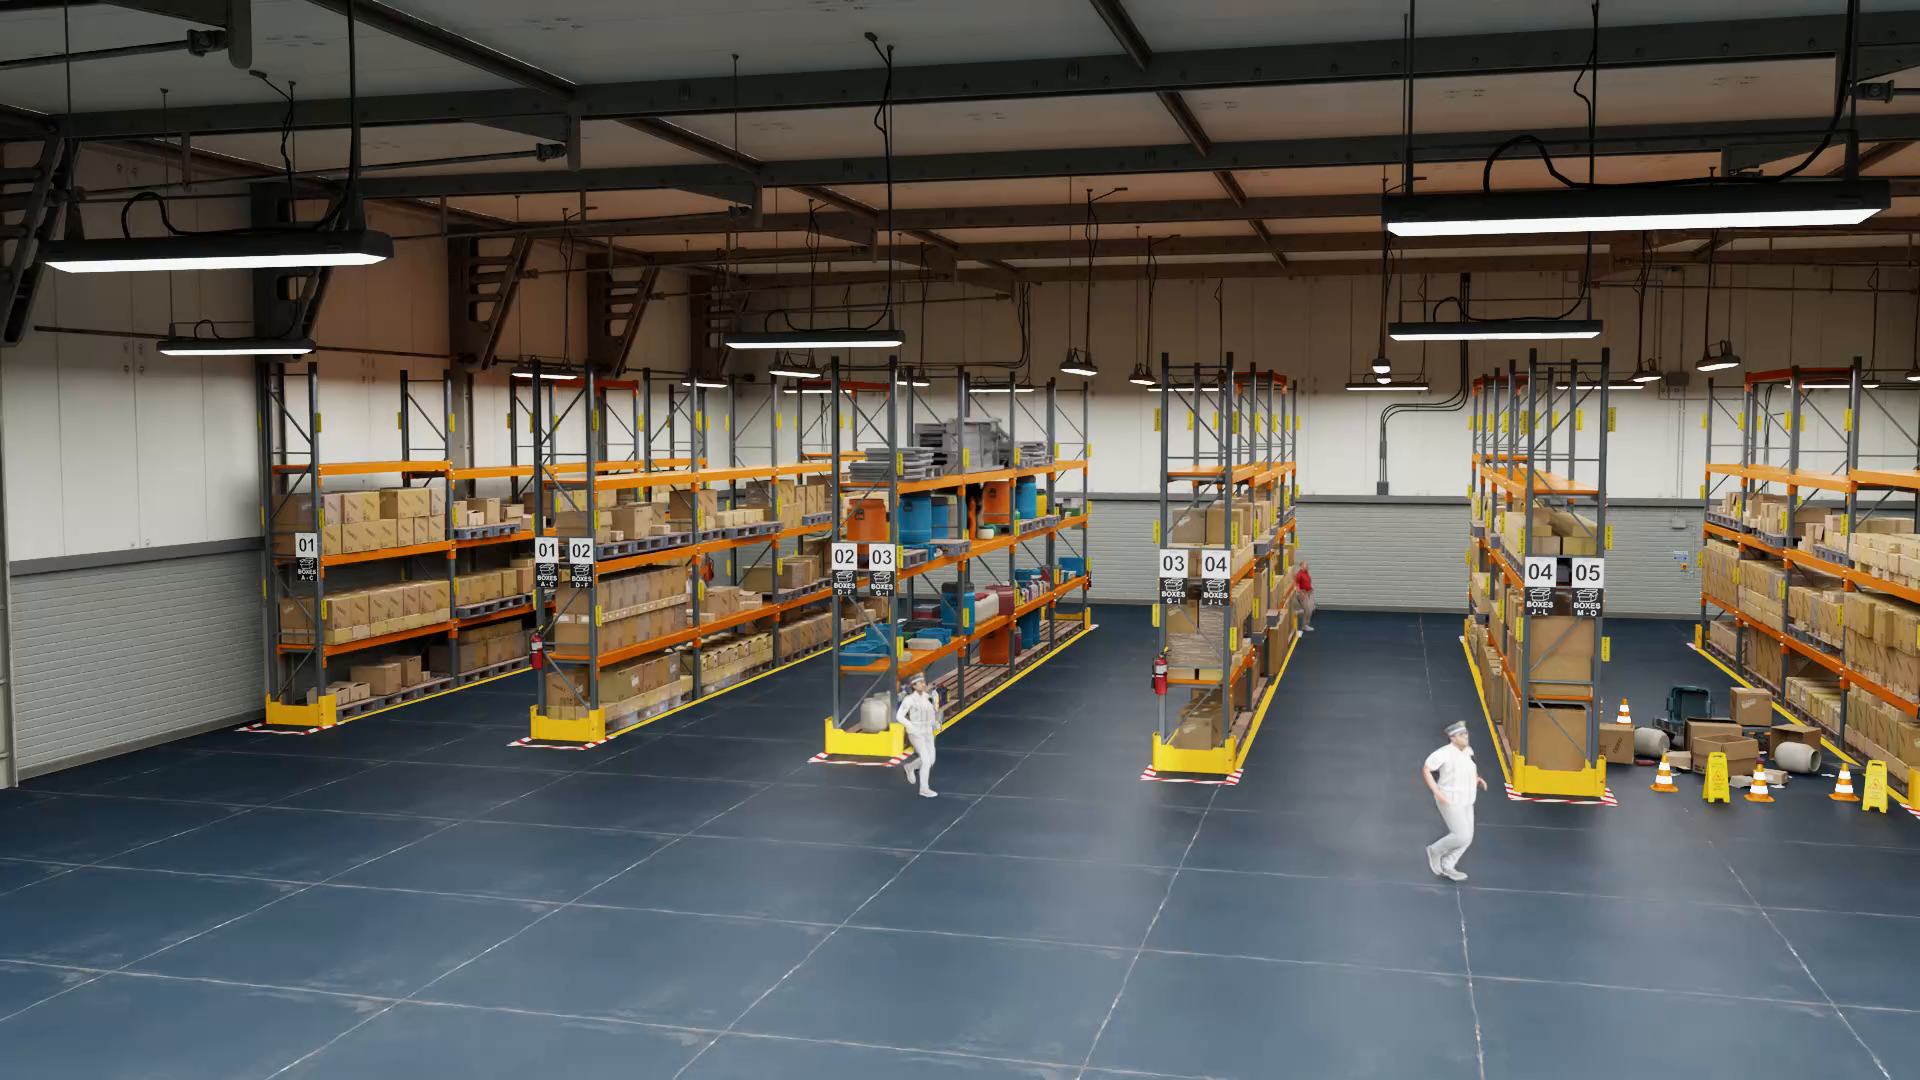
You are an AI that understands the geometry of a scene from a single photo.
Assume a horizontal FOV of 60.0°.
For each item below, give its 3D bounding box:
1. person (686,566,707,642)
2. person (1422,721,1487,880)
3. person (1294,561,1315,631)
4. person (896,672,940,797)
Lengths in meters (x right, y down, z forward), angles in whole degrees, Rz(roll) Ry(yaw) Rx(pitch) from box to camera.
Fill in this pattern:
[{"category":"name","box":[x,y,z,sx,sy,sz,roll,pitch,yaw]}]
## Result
[{"category":"person","box":[-6.087,1.468,37.832,0.635,1.727,0.564,1,4,11]},{"category":"person","box":[5.449,2.846,18.166,0.710,1.757,0.563,-3,5,-35]},{"category":"person","box":[8.291,1.342,40.204,0.588,1.687,0.687,3,5,34]},{"category":"person","box":[-0.560,2.599,22.389,0.620,1.652,0.668,-4,6,-45]}]
